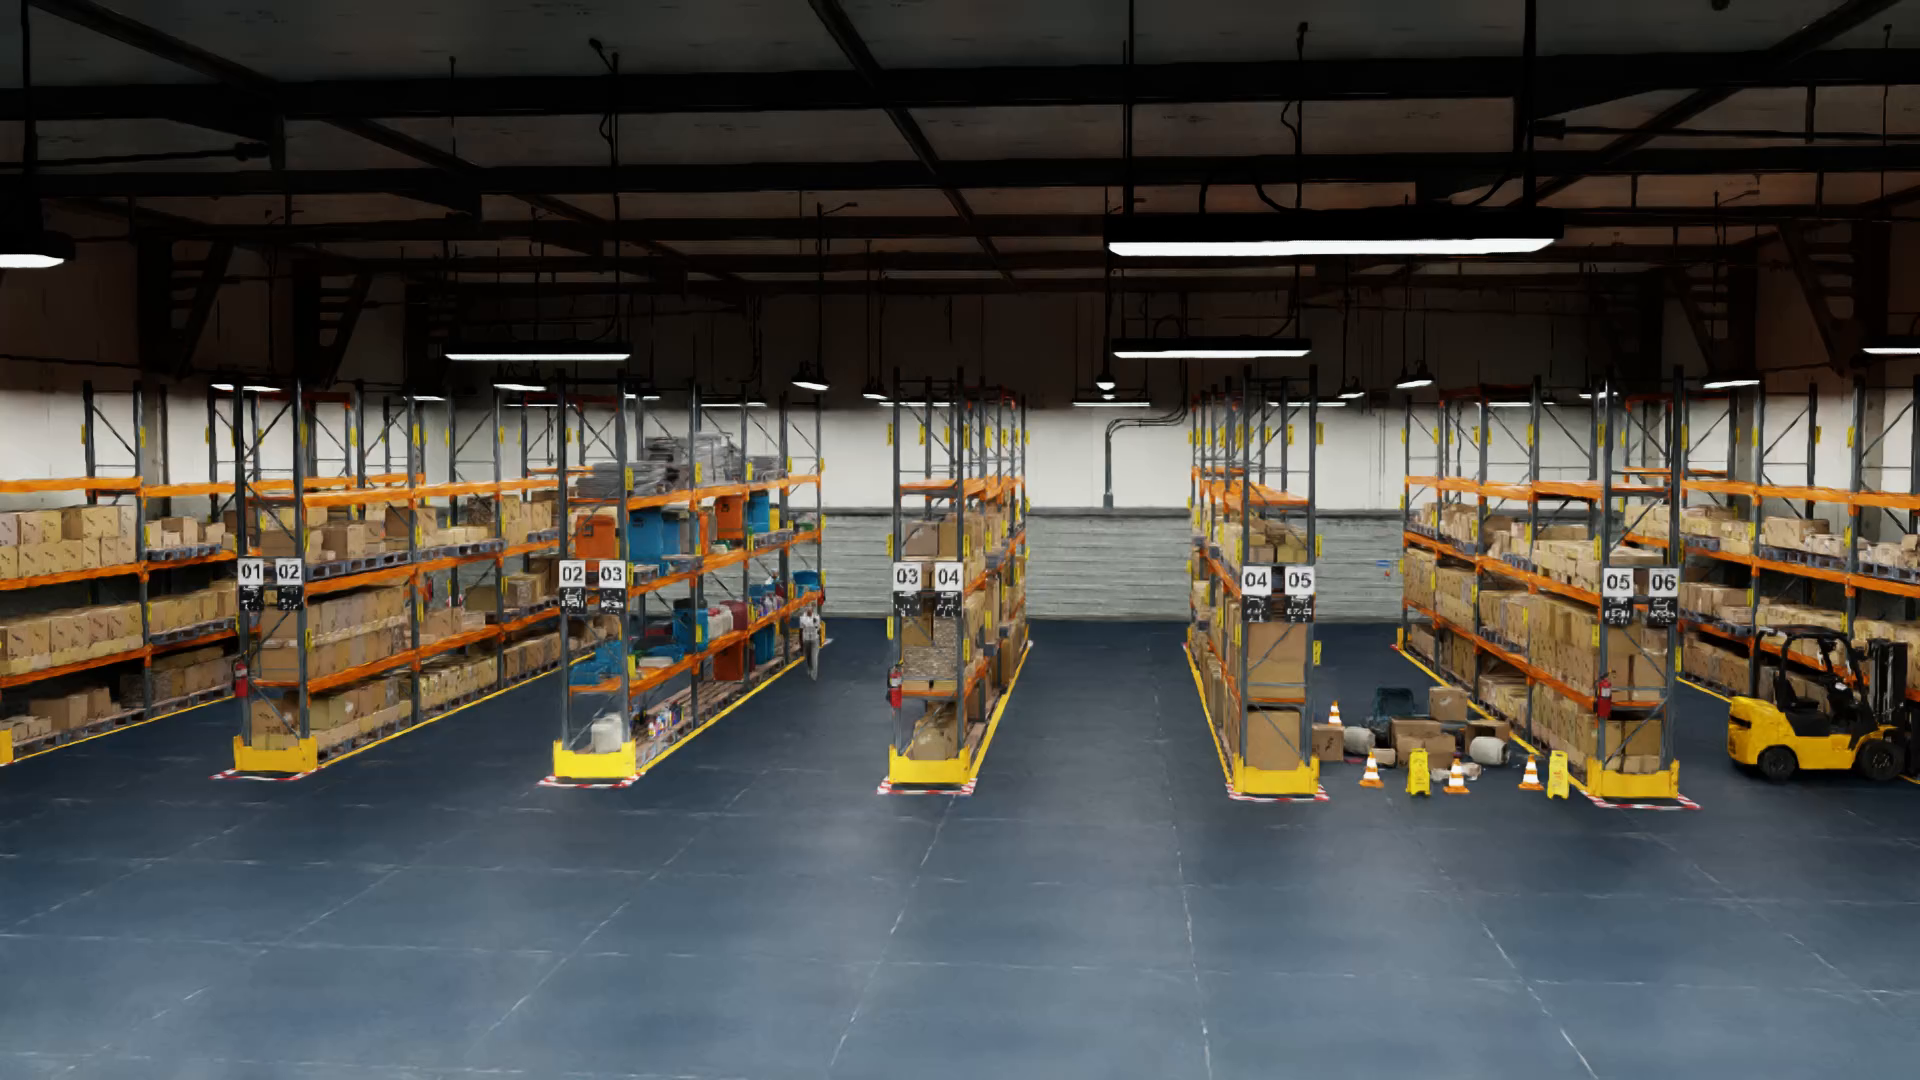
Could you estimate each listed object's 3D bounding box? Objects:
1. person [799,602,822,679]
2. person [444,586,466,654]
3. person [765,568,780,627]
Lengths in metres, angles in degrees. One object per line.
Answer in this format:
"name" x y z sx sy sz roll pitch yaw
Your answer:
"person" -3.096 2.054 34.360 0.455 1.587 1.088 0 4 4
"person" -11.283 1.823 37.189 0.553 1.709 1.123 0 4 7
"person" -4.804 1.509 43.438 0.628 1.599 0.828 1 4 11
